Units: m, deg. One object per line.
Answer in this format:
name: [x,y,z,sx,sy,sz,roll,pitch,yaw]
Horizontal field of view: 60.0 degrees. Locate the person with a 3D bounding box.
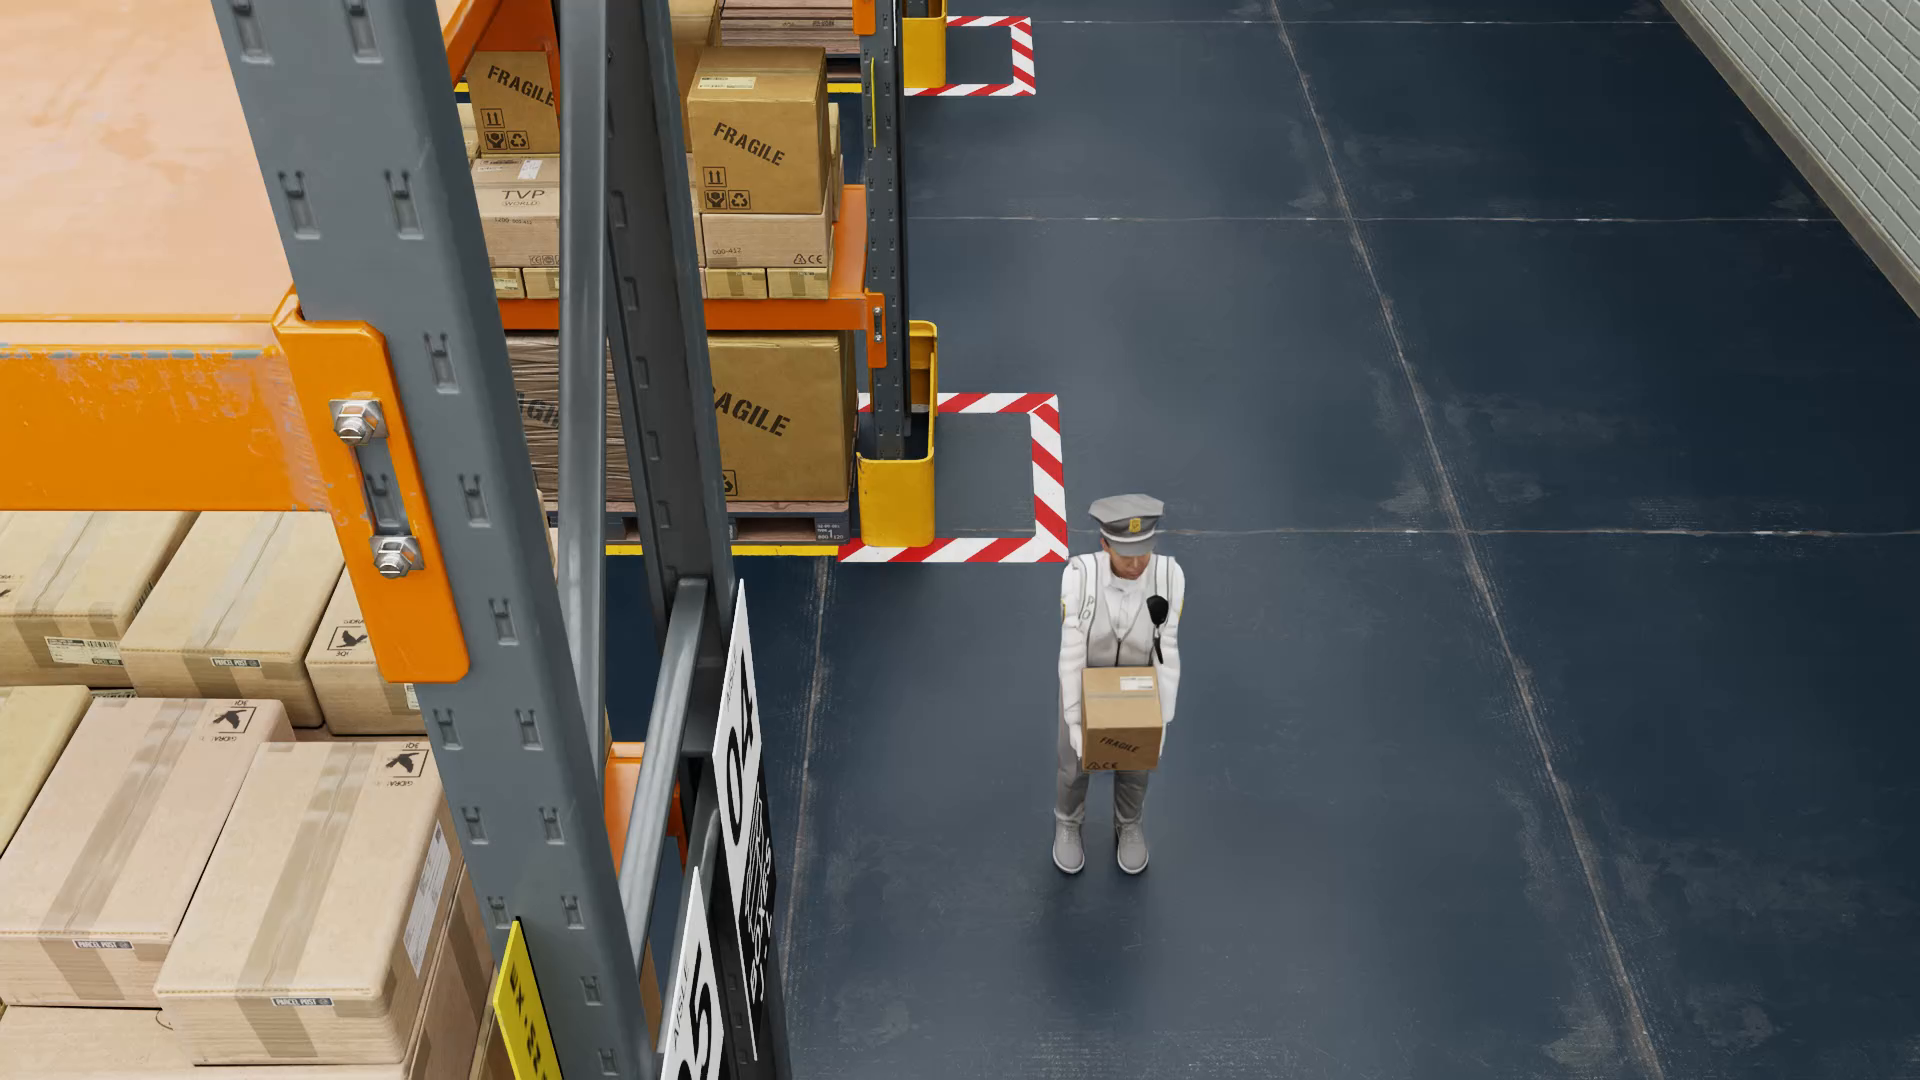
person: [0.546,0.571,5.817,0.417,1.687,0.523,-1,40,-1]
